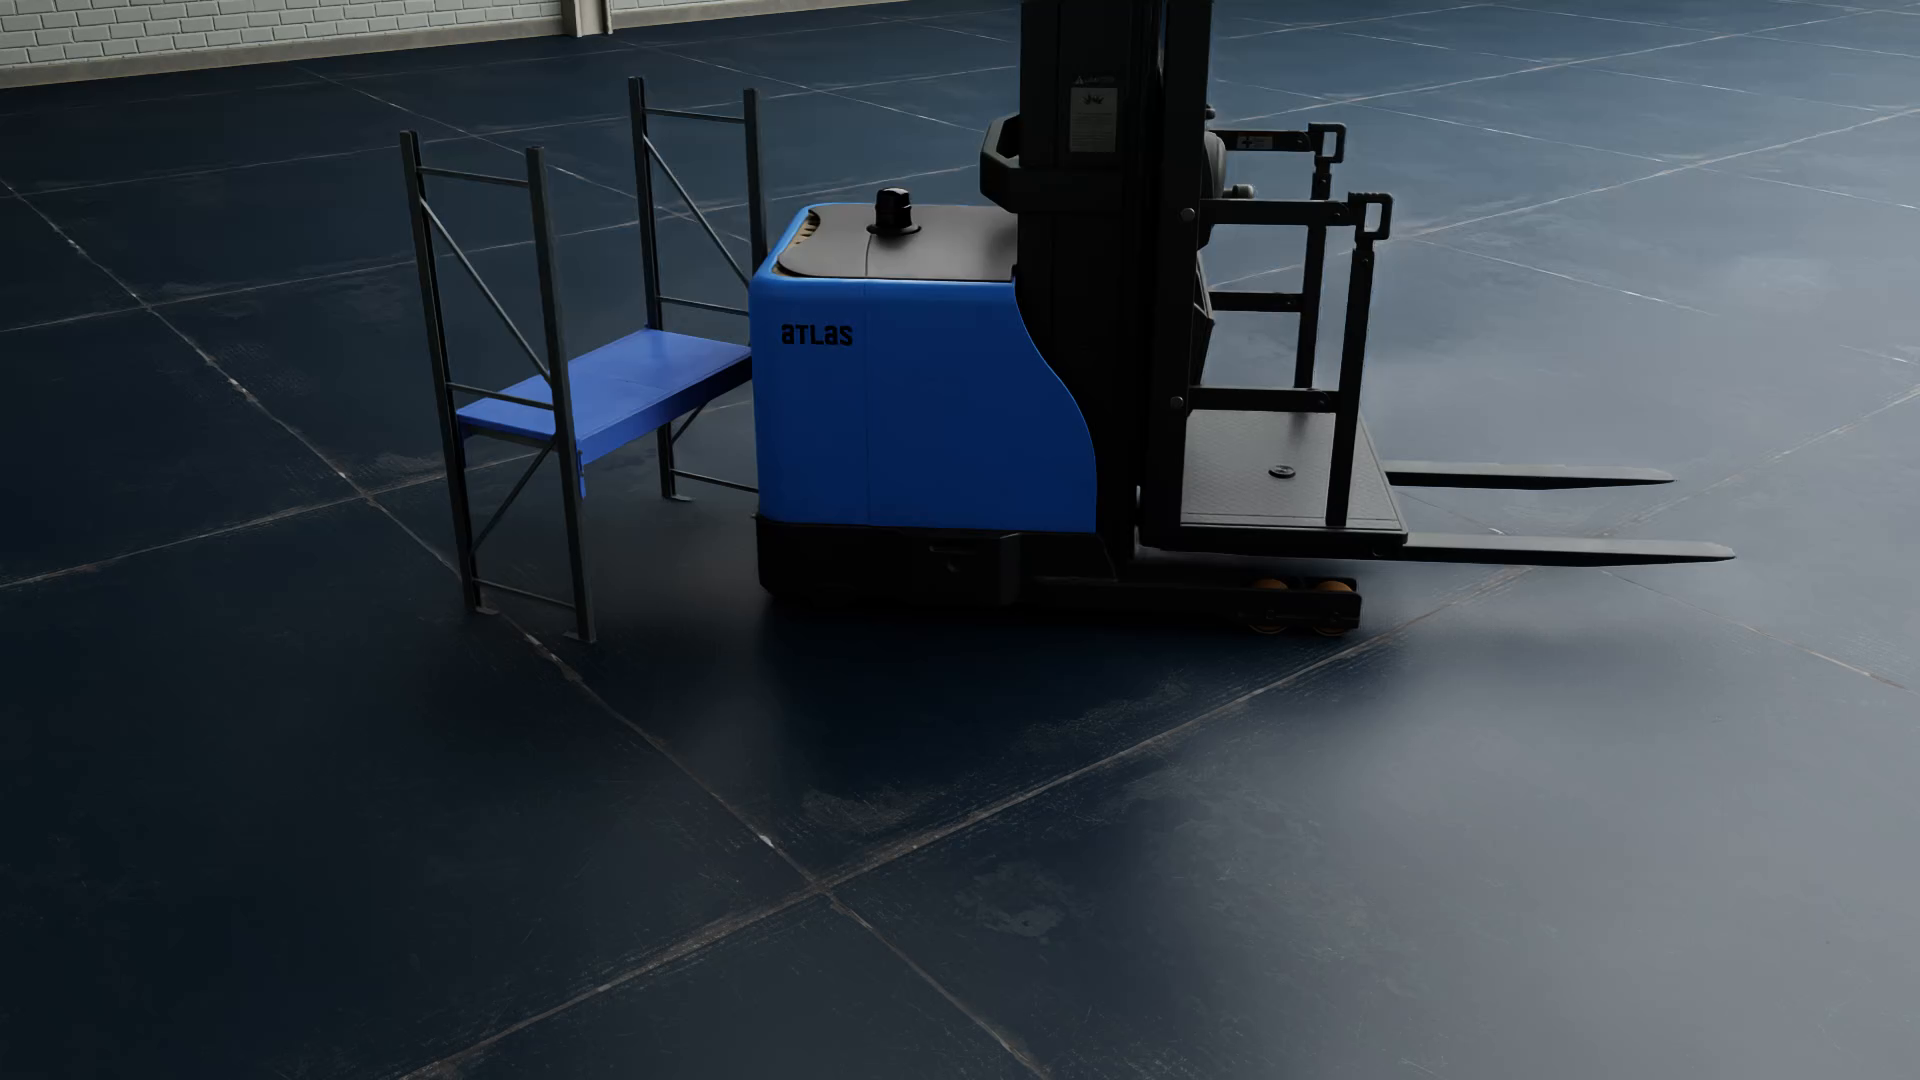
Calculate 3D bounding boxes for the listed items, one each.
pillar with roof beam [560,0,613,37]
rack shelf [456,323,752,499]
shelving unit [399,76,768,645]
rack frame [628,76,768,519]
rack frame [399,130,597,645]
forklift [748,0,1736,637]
[{"bbox_3d":[-1.083,-7.752,11.763,0.400,9.000,9.100,-18,31,-34],"label":"pillar with roof beam"},{"bbox_3d":[-1.101,-0.441,5.345,0.538,0.185,1.000,13,28,25],"label":"rack shelf"},{"bbox_3d":[-1.101,-0.604,5.270,0.538,1.500,1.048,13,28,25],"label":"shelving unit"},{"bbox_3d":[-0.862,-0.793,5.677,0.500,1.500,0.032,13,28,25],"label":"rack frame"},{"bbox_3d":[-1.339,-0.415,4.862,0.500,1.500,0.032,13,28,25],"label":"rack frame"},{"bbox_3d":[0.904,-1.267,4.998,3.031,2.935,1.130,2,25,4],"label":"forklift"}]
